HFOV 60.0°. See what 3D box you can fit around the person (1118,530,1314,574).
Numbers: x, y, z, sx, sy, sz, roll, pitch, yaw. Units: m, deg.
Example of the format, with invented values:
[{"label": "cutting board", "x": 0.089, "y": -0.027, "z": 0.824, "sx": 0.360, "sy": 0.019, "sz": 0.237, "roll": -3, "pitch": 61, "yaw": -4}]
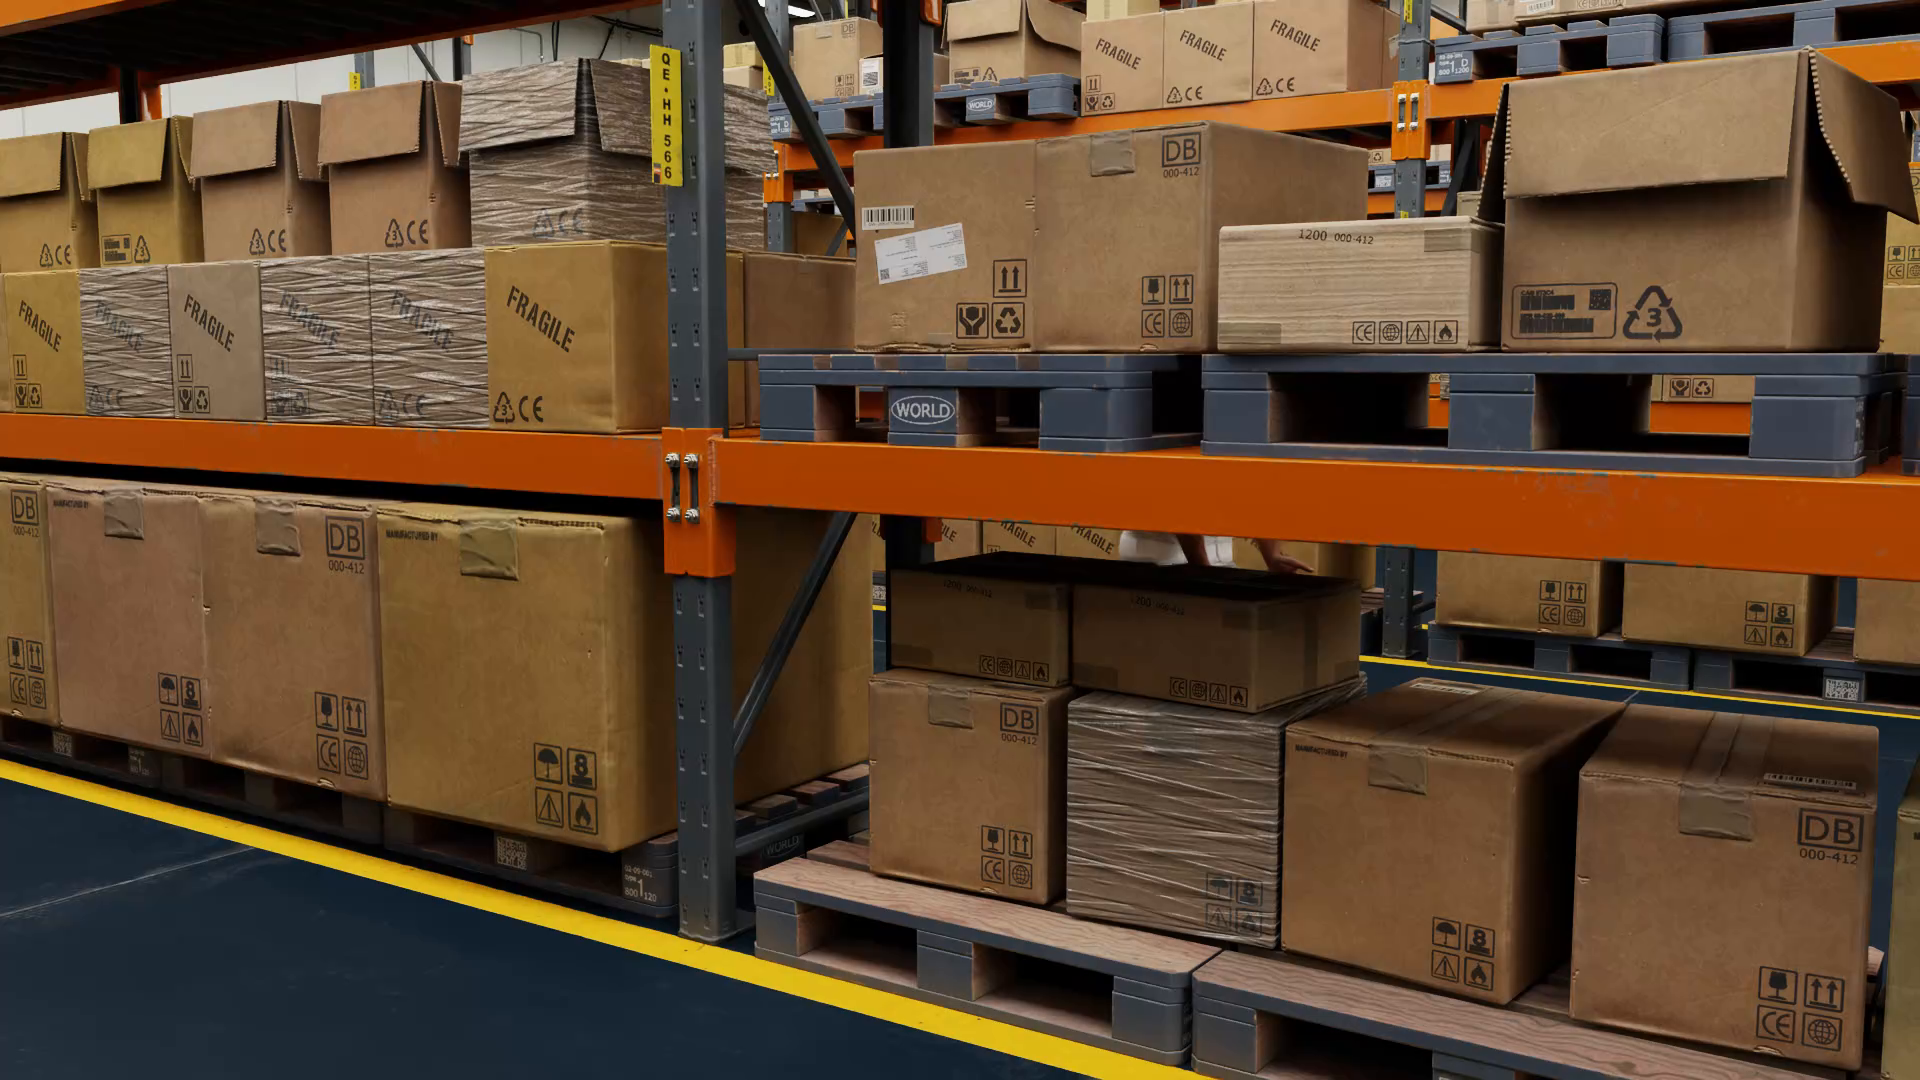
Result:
[{"label": "person", "x": 0.848, "y": 0.089, "z": 5.488, "sx": 0.576, "sy": 1.633, "sz": 0.613, "roll": 5, "pitch": 8, "yaw": 38}]
